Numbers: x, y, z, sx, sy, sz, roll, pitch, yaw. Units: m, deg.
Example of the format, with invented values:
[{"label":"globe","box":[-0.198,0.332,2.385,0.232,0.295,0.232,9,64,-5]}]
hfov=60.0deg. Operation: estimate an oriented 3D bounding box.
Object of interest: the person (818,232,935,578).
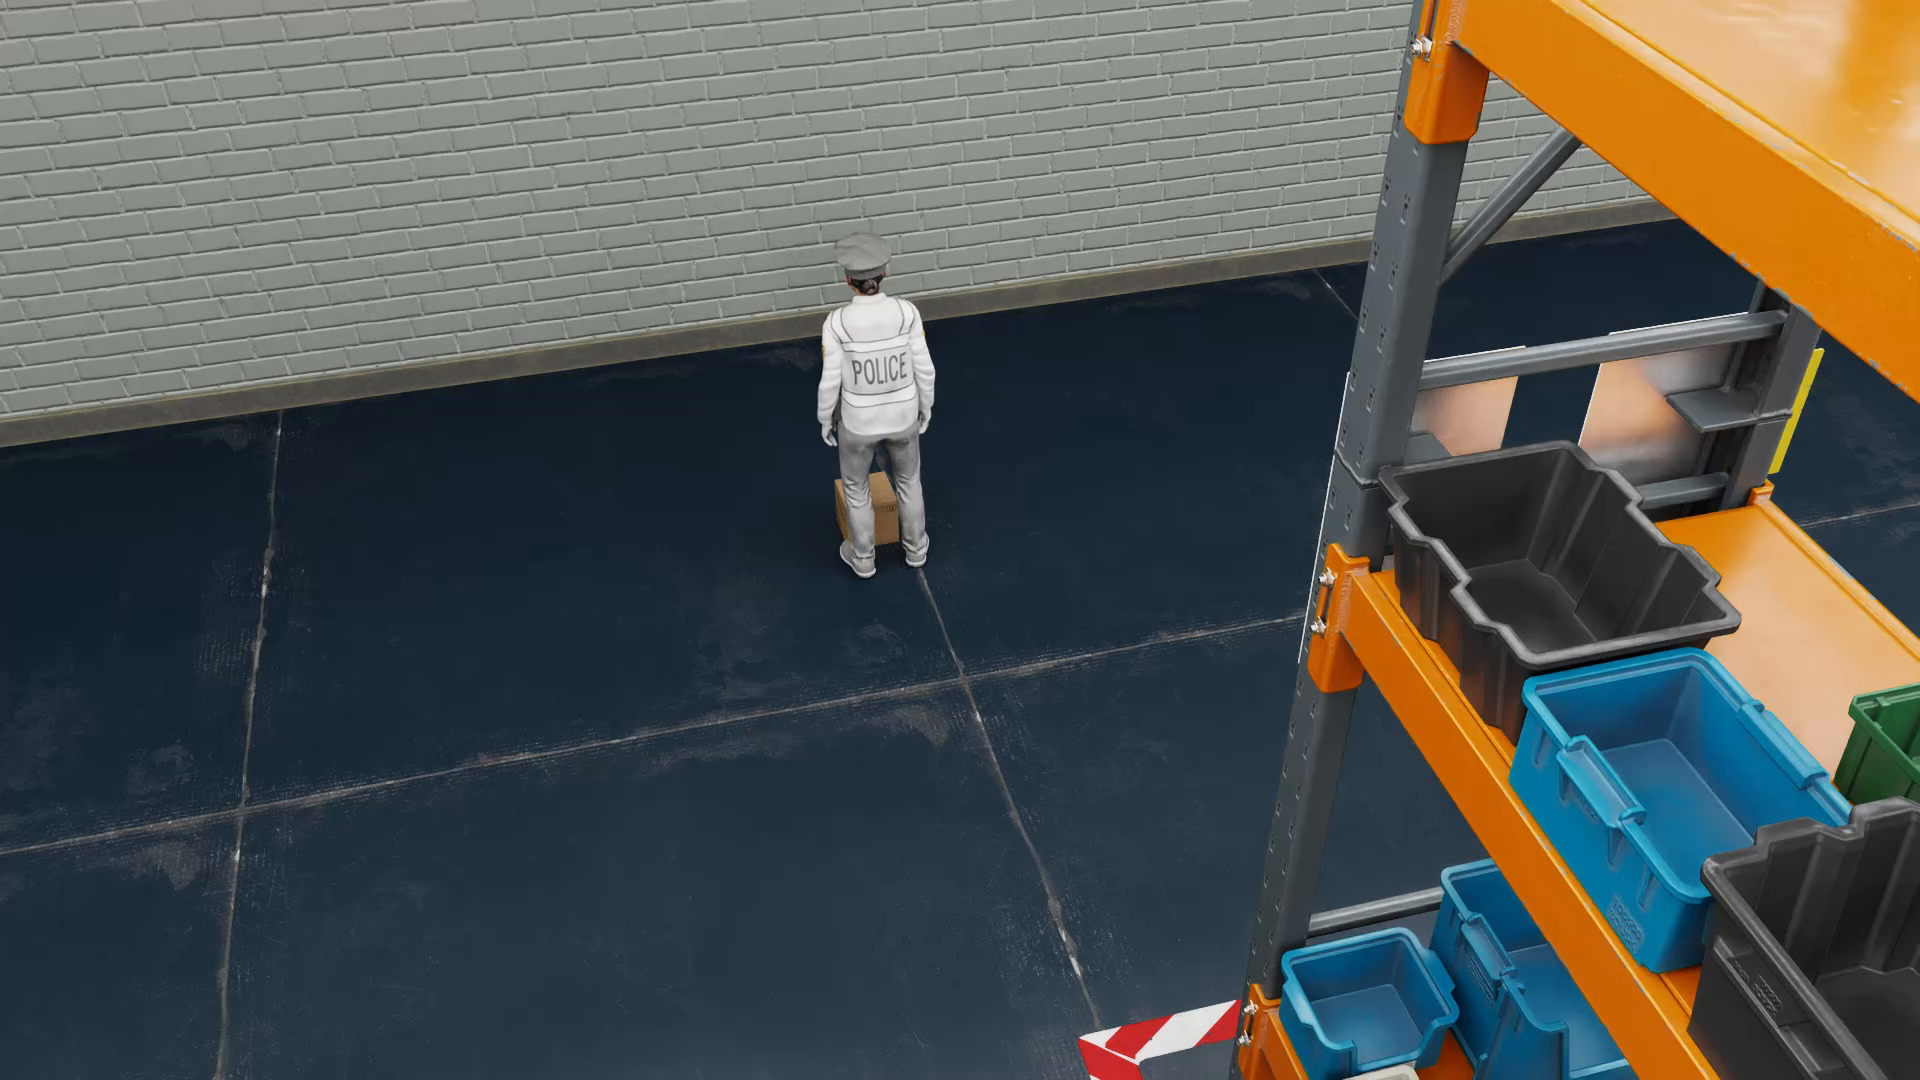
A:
[{"label":"person","box":[-0.372,-0.552,7.406,0.527,1.663,0.376,-10,39,-12]}]
